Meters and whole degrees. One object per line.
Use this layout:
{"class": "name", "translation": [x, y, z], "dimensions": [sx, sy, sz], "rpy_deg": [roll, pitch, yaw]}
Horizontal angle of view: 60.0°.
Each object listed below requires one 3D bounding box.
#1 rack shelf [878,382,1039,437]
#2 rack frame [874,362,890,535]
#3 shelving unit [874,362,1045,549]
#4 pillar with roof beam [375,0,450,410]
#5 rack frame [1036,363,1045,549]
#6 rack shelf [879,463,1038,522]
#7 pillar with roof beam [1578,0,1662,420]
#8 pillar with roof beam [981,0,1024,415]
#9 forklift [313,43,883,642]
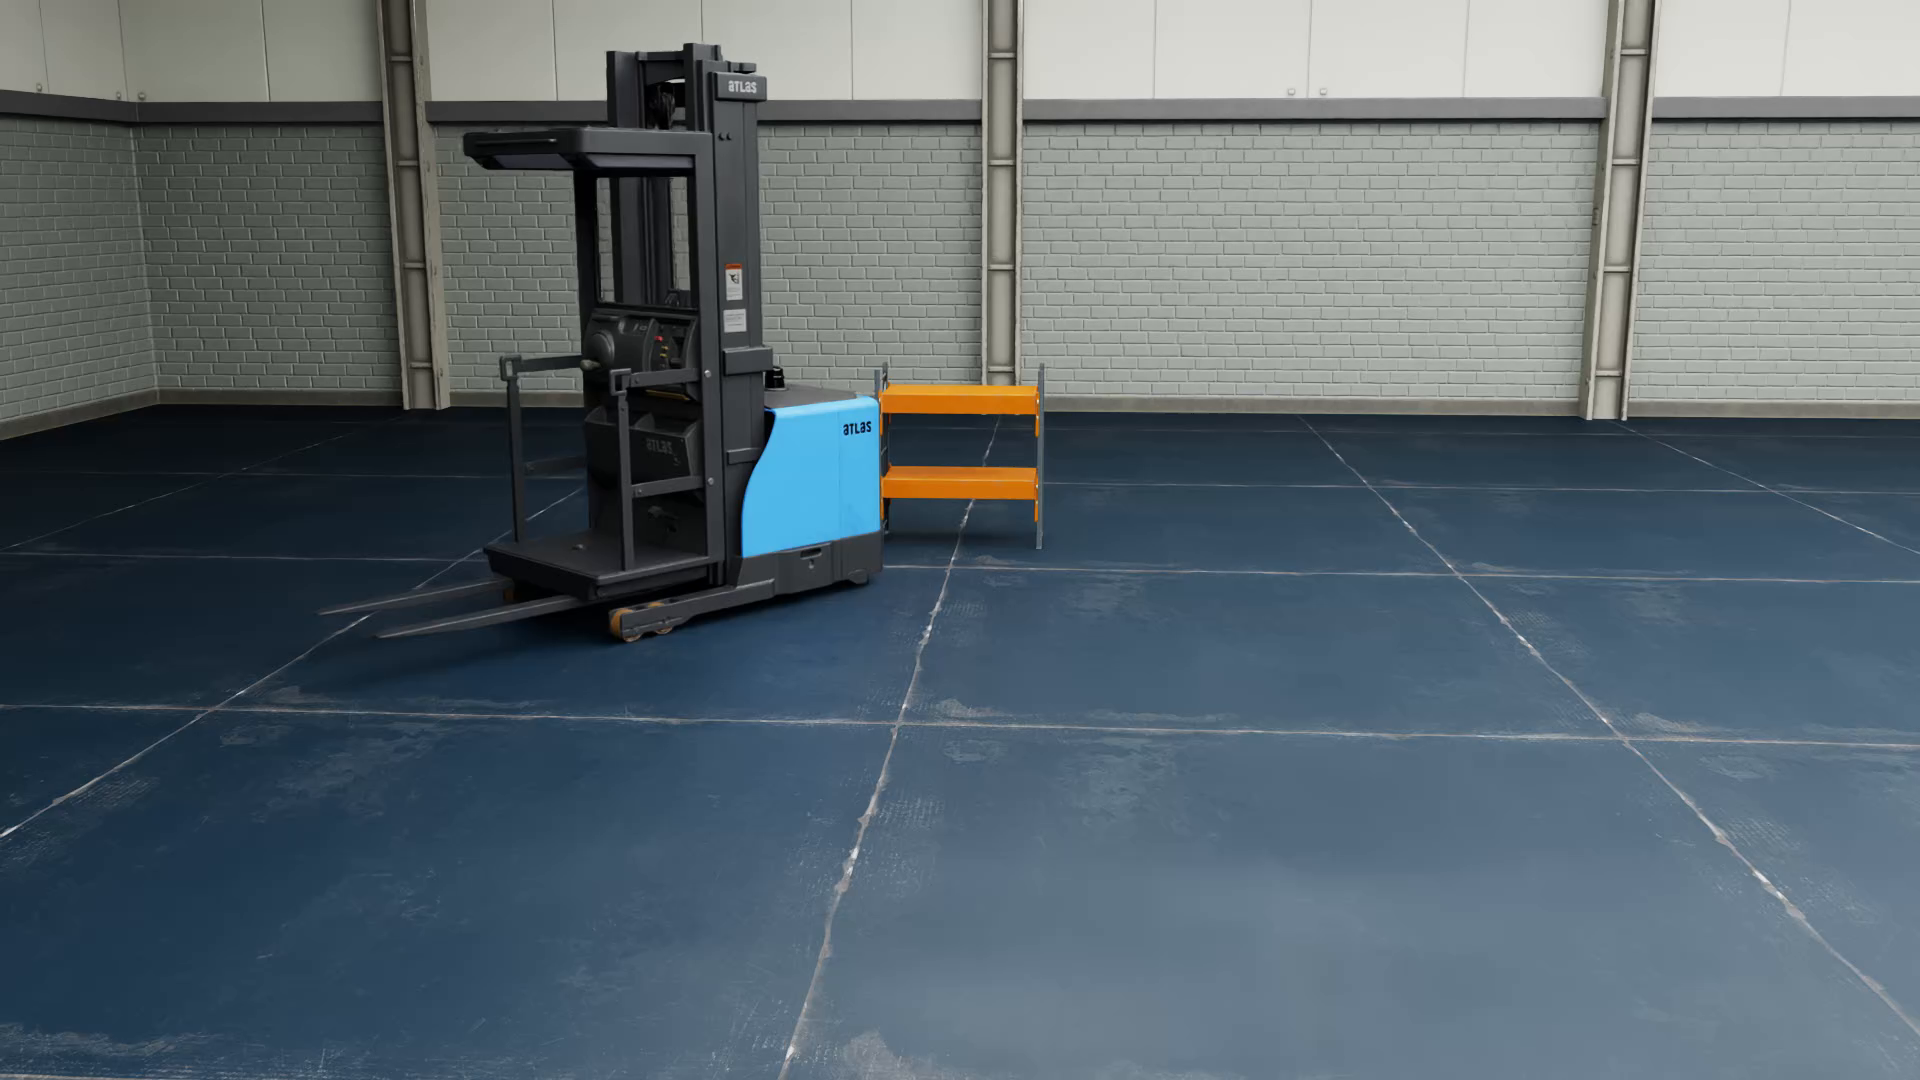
{"class": "rack shelf", "translation": [0.007, -0.837, 10.593], "dimensions": [1.000, 0.278, 0.538], "rpy_deg": [1, 12, 4]}
{"class": "rack frame", "translation": [-0.500, -0.557, 10.686], "dimensions": [0.032, 1.125, 0.500], "rpy_deg": [1, 12, 4]}
{"class": "shelving unit", "translation": [0.007, -0.550, 10.652], "dimensions": [1.048, 1.125, 0.538], "rpy_deg": [1, 12, 4]}
{"class": "pillar with roof beam", "translation": [-5.855, -4.909, 12.255], "dimensions": [0.400, 9.000, 9.100], "rpy_deg": [1, 12, 4]}
{"class": "rack frame", "translation": [0.514, -0.544, 10.619], "dimensions": [0.032, 1.125, 0.500], "rpy_deg": [1, 12, 4]}
{"class": "rack shelf", "translation": [0.007, -0.311, 10.703], "dimensions": [1.000, 0.278, 0.538], "rpy_deg": [1, 12, 4]}
{"class": "pillar with roof beam", "translation": [6.119, -4.744, 11.471], "dimensions": [0.400, 9.000, 9.100], "rpy_deg": [1, 12, 4]}
{"class": "pillar with roof beam", "translation": [0.132, -4.826, 11.863], "dimensions": [0.400, 9.000, 9.100], "rpy_deg": [1, 12, 4]}
{"class": "forklift", "translation": [-1.829, -1.043, 8.595], "dimensions": [1.130, 2.935, 3.031], "rpy_deg": [11, 16, 43]}
